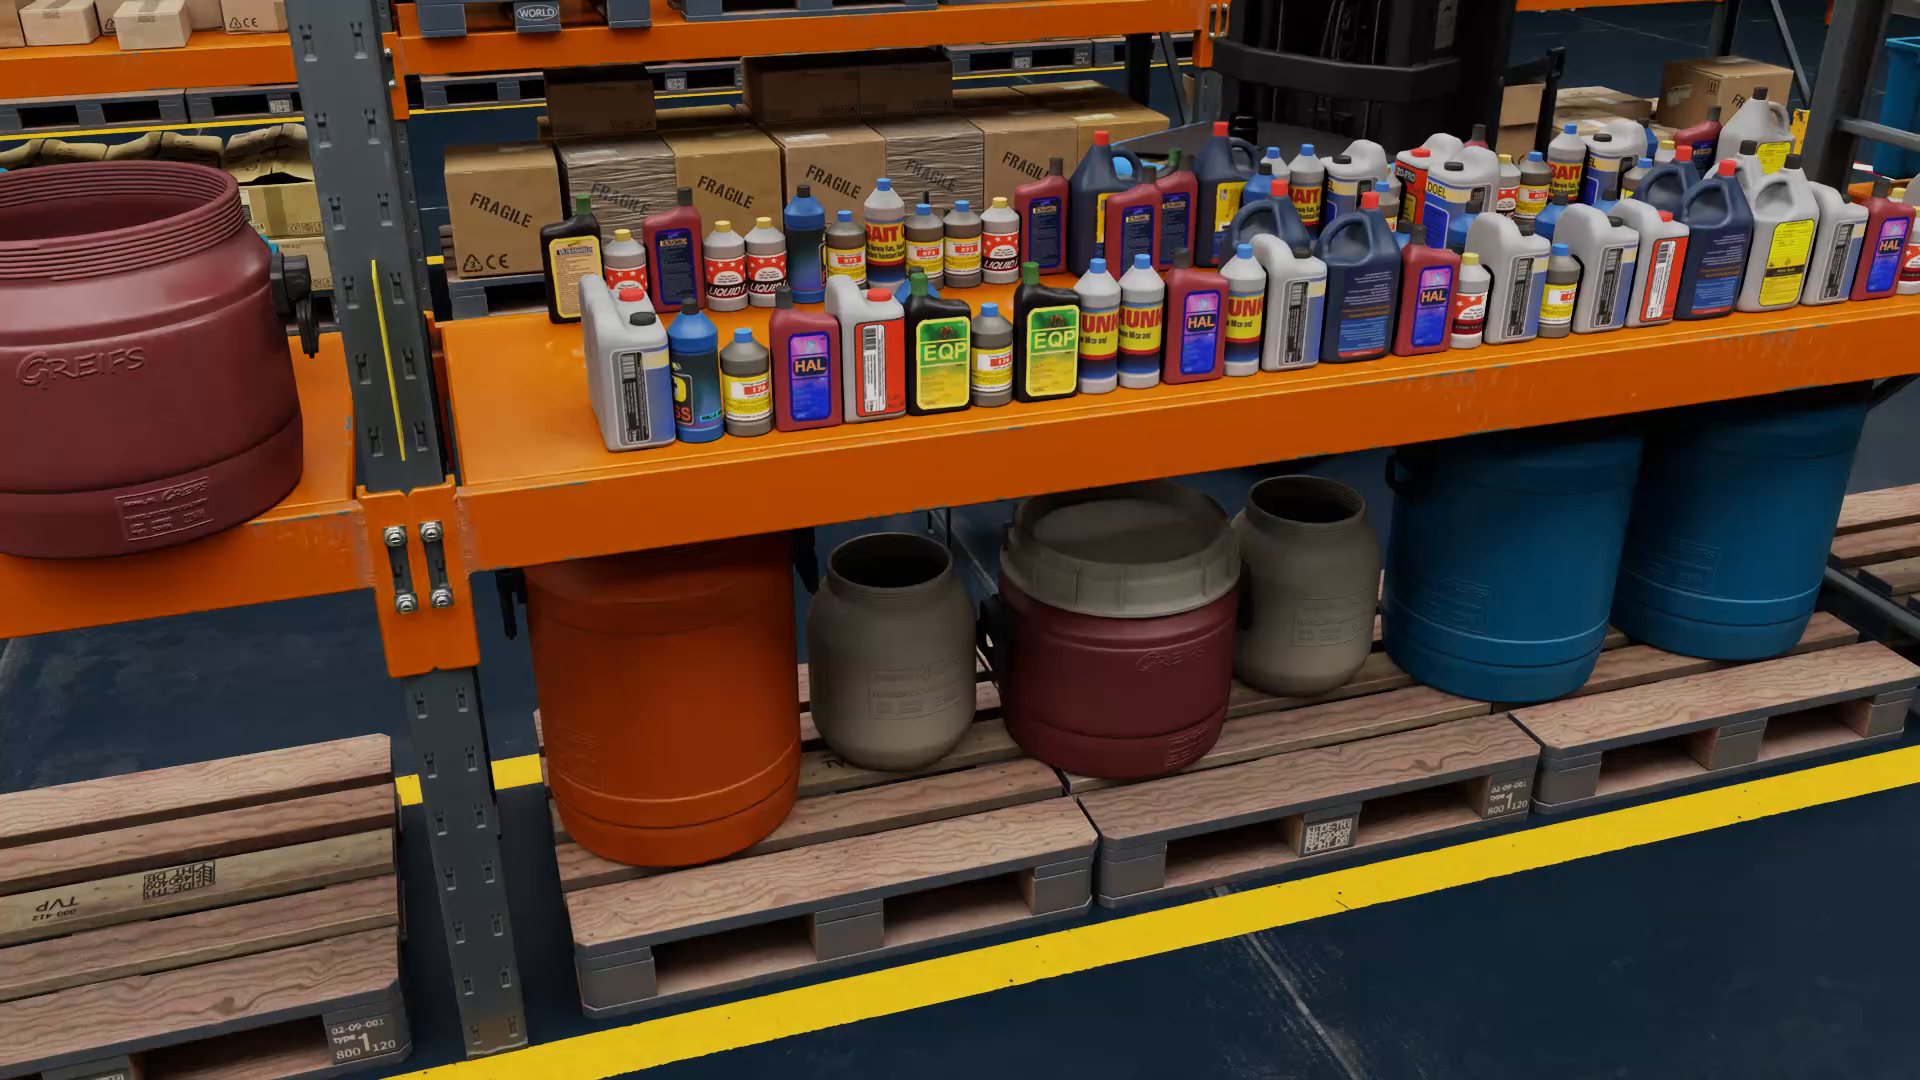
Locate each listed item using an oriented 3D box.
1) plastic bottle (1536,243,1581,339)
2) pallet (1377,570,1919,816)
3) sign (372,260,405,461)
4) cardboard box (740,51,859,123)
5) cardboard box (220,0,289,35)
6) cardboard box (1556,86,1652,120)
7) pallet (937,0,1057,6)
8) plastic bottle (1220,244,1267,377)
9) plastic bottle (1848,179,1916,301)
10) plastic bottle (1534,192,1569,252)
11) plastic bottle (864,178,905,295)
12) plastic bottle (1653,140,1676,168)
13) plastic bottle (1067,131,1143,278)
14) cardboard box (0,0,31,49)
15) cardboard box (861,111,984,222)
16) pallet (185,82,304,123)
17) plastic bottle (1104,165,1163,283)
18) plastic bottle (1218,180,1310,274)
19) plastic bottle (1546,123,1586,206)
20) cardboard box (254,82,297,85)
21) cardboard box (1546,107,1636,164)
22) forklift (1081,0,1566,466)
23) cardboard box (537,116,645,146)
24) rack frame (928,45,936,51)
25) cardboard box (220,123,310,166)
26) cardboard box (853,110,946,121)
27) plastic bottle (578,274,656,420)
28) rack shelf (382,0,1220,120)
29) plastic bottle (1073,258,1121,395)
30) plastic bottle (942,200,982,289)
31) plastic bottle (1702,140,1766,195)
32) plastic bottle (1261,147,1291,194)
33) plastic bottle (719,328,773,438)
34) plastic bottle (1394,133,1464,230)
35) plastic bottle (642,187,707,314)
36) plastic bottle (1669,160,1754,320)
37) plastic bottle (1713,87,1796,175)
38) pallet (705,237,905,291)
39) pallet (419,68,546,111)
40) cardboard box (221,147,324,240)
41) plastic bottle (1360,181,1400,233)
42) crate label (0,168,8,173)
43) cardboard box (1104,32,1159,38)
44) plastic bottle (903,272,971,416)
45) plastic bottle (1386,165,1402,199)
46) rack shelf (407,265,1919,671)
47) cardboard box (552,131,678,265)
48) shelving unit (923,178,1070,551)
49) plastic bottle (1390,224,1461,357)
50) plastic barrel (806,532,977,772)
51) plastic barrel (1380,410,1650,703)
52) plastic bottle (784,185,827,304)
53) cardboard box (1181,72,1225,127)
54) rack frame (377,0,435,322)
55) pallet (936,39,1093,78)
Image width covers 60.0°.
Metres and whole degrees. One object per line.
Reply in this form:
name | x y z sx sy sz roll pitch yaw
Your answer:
plastic bottle | 1.334 -0.563 3.735 0.097 0.201 0.097 0 26 0
pallet | 1.919 0.328 4.851 1.213 0.211 1.003 -8 28 -16
sign | -0.961 -0.300 2.797 0.005 0.325 0.100 -8 28 -16
cardboard box | -0.828 -2.347 8.577 0.500 0.250 0.500 -9 28 -17
cardboard box | -3.028 -2.482 7.476 0.500 0.311 0.500 -7 27 -13
cardboard box | 3.858 -2.597 10.204 0.500 0.250 0.500 -8 28 -16
pallet | 0.341 -2.954 8.543 1.213 0.211 1.003 -8 28 -16
plastic bottle | 0.590 -0.487 3.503 0.097 0.271 0.097 0 26 0
plastic bottle | 2.185 -0.715 3.948 0.133 0.283 0.061 -8 28 -16
plastic bottle | 1.380 -0.673 3.876 0.097 0.271 0.097 0 26 0
plastic bottle | -0.180 -0.730 3.993 0.097 0.271 0.097 0 26 0
plastic bottle | 1.954 -1.008 4.631 0.097 0.201 0.097 0 26 0
plastic bottle | 0.366 -0.834 4.112 0.185 0.351 0.144 -8 28 -16
cardboard box | -4.259 -2.360 7.018 0.500 0.500 0.500 -10 28 -19
cardboard box | -0.195 -1.859 8.438 0.500 0.500 0.500 -8 27 -15
pallet | -4.949 -3.291 12.142 1.213 0.211 1.003 -8 28 -16
plastic bottle | 0.422 -0.764 4.047 0.133 0.283 0.061 -8 28 -16
plastic bottle | 0.670 -0.616 3.674 0.185 0.351 0.144 -8 28 -16
plastic bottle | 1.641 -0.994 4.524 0.097 0.271 0.097 0 26 0
cardboard box | -4.874 -3.603 11.951 0.500 0.500 0.700 -8 27 -15
cardboard box | 3.585 -2.323 9.654 0.500 0.250 0.500 -8 28 -16
forklift | 1.854 -2.137 6.759 3.031 2.935 1.130 -23 35 -39
cardboard box | -1.852 -1.859 8.437 0.500 0.500 0.500 -7 27 -14
rack frame | -0.403 -5.198 12.847 0.127 3.000 1.000 -8 28 -16
cardboard box | -3.257 -1.813 8.018 0.500 0.311 0.500 -7 27 -14
cardboard box | -0.382 -2.074 8.871 0.500 0.500 0.500 -8 27 -15
plastic bottle | -0.674 -0.390 3.302 0.135 0.276 0.152 -8 28 -16
rack shelf | -0.767 -2.506 8.234 4.000 0.370 1.077 -8 28 -16
plastic bottle | 0.278 -0.442 3.412 0.097 0.271 0.097 0 26 0
plastic bottle | 0.005 -0.726 4.062 0.097 0.201 0.097 0 26 0
plastic bottle | 1.848 -0.783 4.010 0.185 0.351 0.144 -8 28 -16
plastic bottle | 0.795 -0.872 4.277 0.097 0.271 0.097 0 26 0
plastic bottle | -0.415 -0.310 3.225 0.097 0.201 0.097 0 26 0
plastic bottle | 1.227 -0.924 4.376 0.135 0.276 0.152 -8 28 -16
plastic bottle | -0.666 -0.674 3.866 0.133 0.283 0.061 -8 28 -16
plastic bottle | 1.717 -0.697 3.836 0.185 0.351 0.144 -8 28 -16
plastic bottle | 2.192 -1.070 4.588 0.185 0.351 0.144 -8 28 -16
pallet | -0.789 -1.557 8.650 1.213 0.211 1.003 -8 28 -16
pallet | -3.433 -3.475 12.512 1.213 0.211 1.003 -8 28 -16
cardboard box | -3.090 -1.585 7.558 0.500 0.311 0.500 -8 27 -15
plastic bottle | 1.063 -0.808 4.228 0.097 0.201 0.097 0 26 0
crate label | -2.166 -0.452 3.247 0.616 0.435 0.502 -8 28 -16
cardboard box | 1.308 -4.464 13.707 0.500 0.500 0.700 -8 27 -15
plastic bottle | -0.045 -0.392 3.297 0.133 0.283 0.061 -8 28 -16
plastic bottle | 1.108 -0.886 4.384 0.097 0.201 0.097 0 26 0
rack shelf | 0.764 -0.412 4.015 4.000 0.370 1.077 -8 28 -16
cardboard box | -1.651 -1.647 8.011 0.500 0.500 0.500 -9 28 -18
shelving unit | 0.157 -0.560 5.529 0.503 1.200 0.258 -8 28 -16
plastic bottle | 1.010 -0.545 3.605 0.133 0.283 0.061 -8 28 -16
plastic barrel | -0.169 0.278 4.143 0.421 0.512 0.421 0 26 0
plastic barrel | 1.470 -0.092 4.450 0.708 0.901 0.600 -8 28 -16
plastic bottle | -0.366 -0.704 3.939 0.097 0.271 0.097 0 26 0
cardboard box | 1.589 -2.380 9.487 0.500 0.500 0.500 -8 28 -16
rack frame | -2.668 -2.553 7.520 0.127 3.000 1.000 -8 28 -16
pallet | 0.345 -4.021 13.611 1.213 0.211 1.003 -8 28 -16
